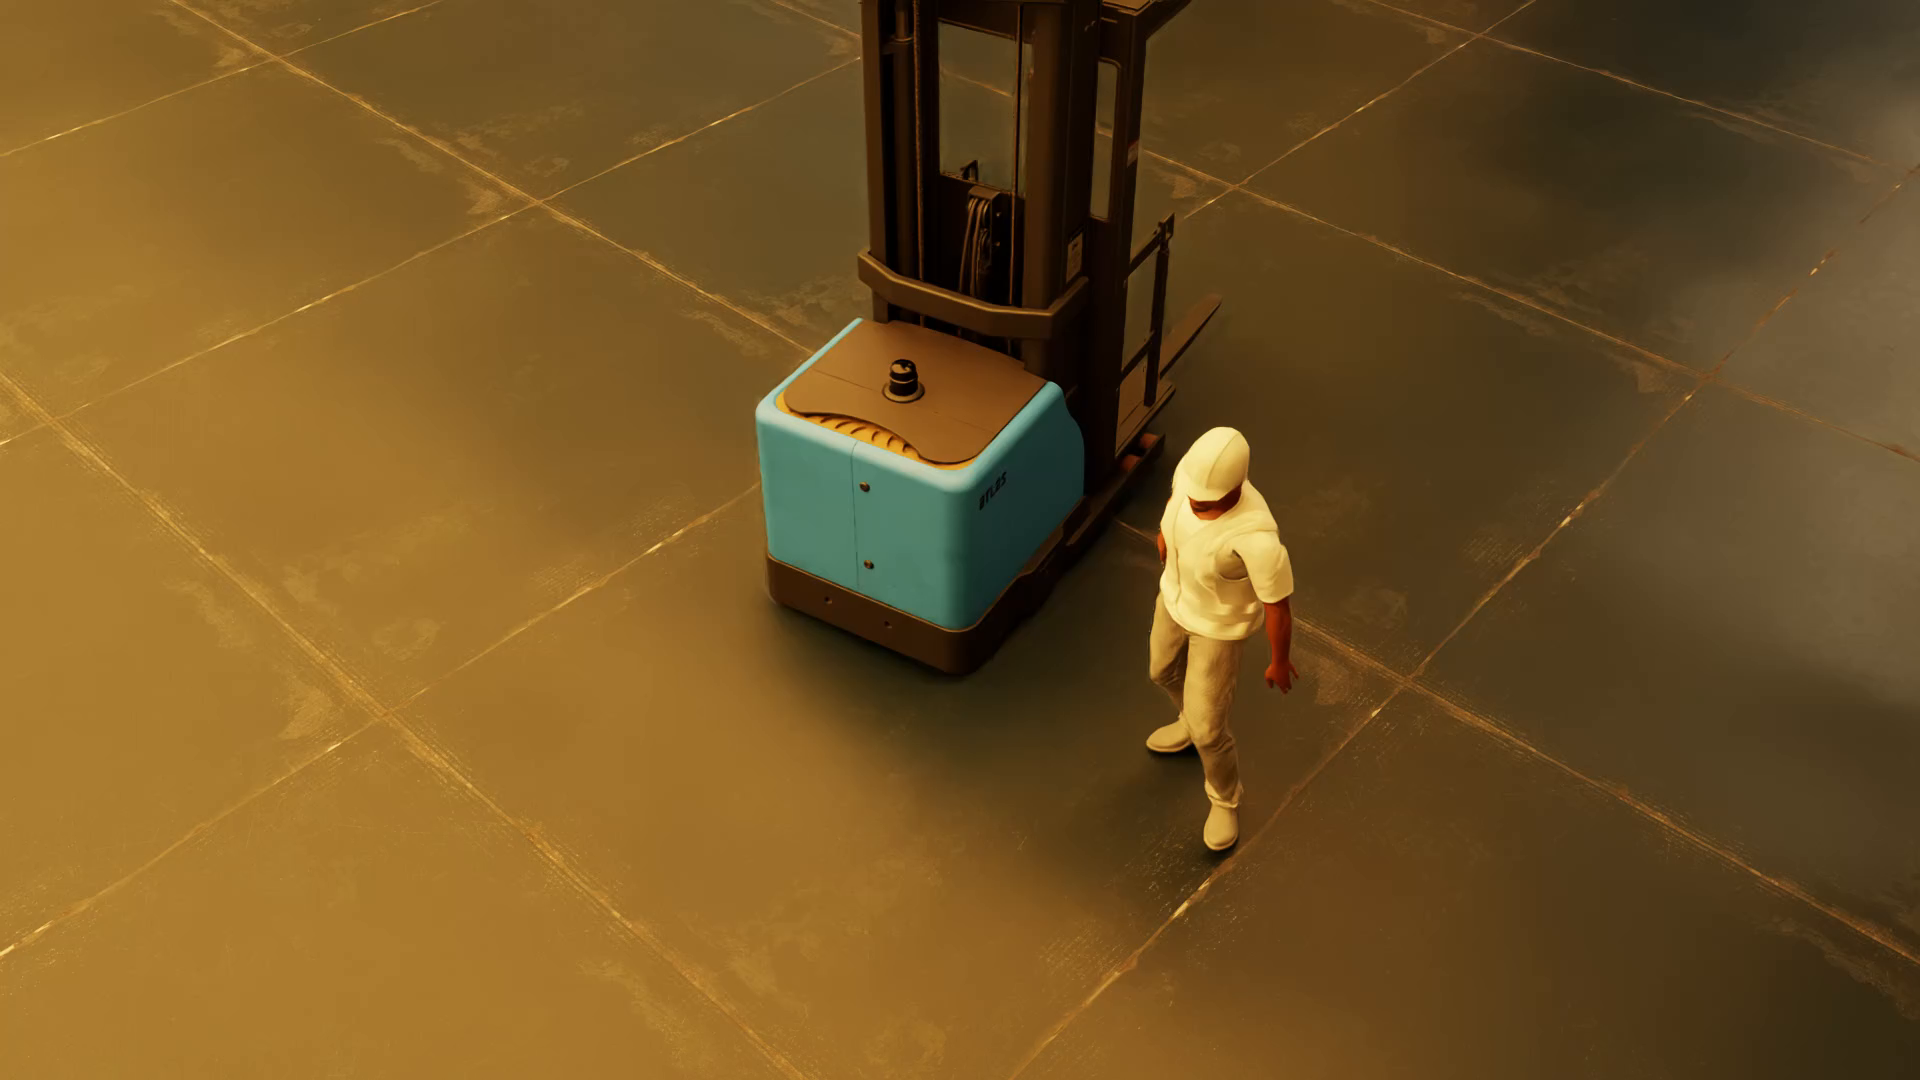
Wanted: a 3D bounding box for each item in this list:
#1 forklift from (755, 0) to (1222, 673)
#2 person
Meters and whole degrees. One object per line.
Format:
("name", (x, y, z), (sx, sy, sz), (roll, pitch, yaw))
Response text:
("forklift", (0.338, -1.499, 7.175), (1.130, 2.935, 3.031), (21, 45, 23))
("person", (0.886, 0.248, 6.026), (0.471, 1.727, 0.883), (-17, 43, -19))
